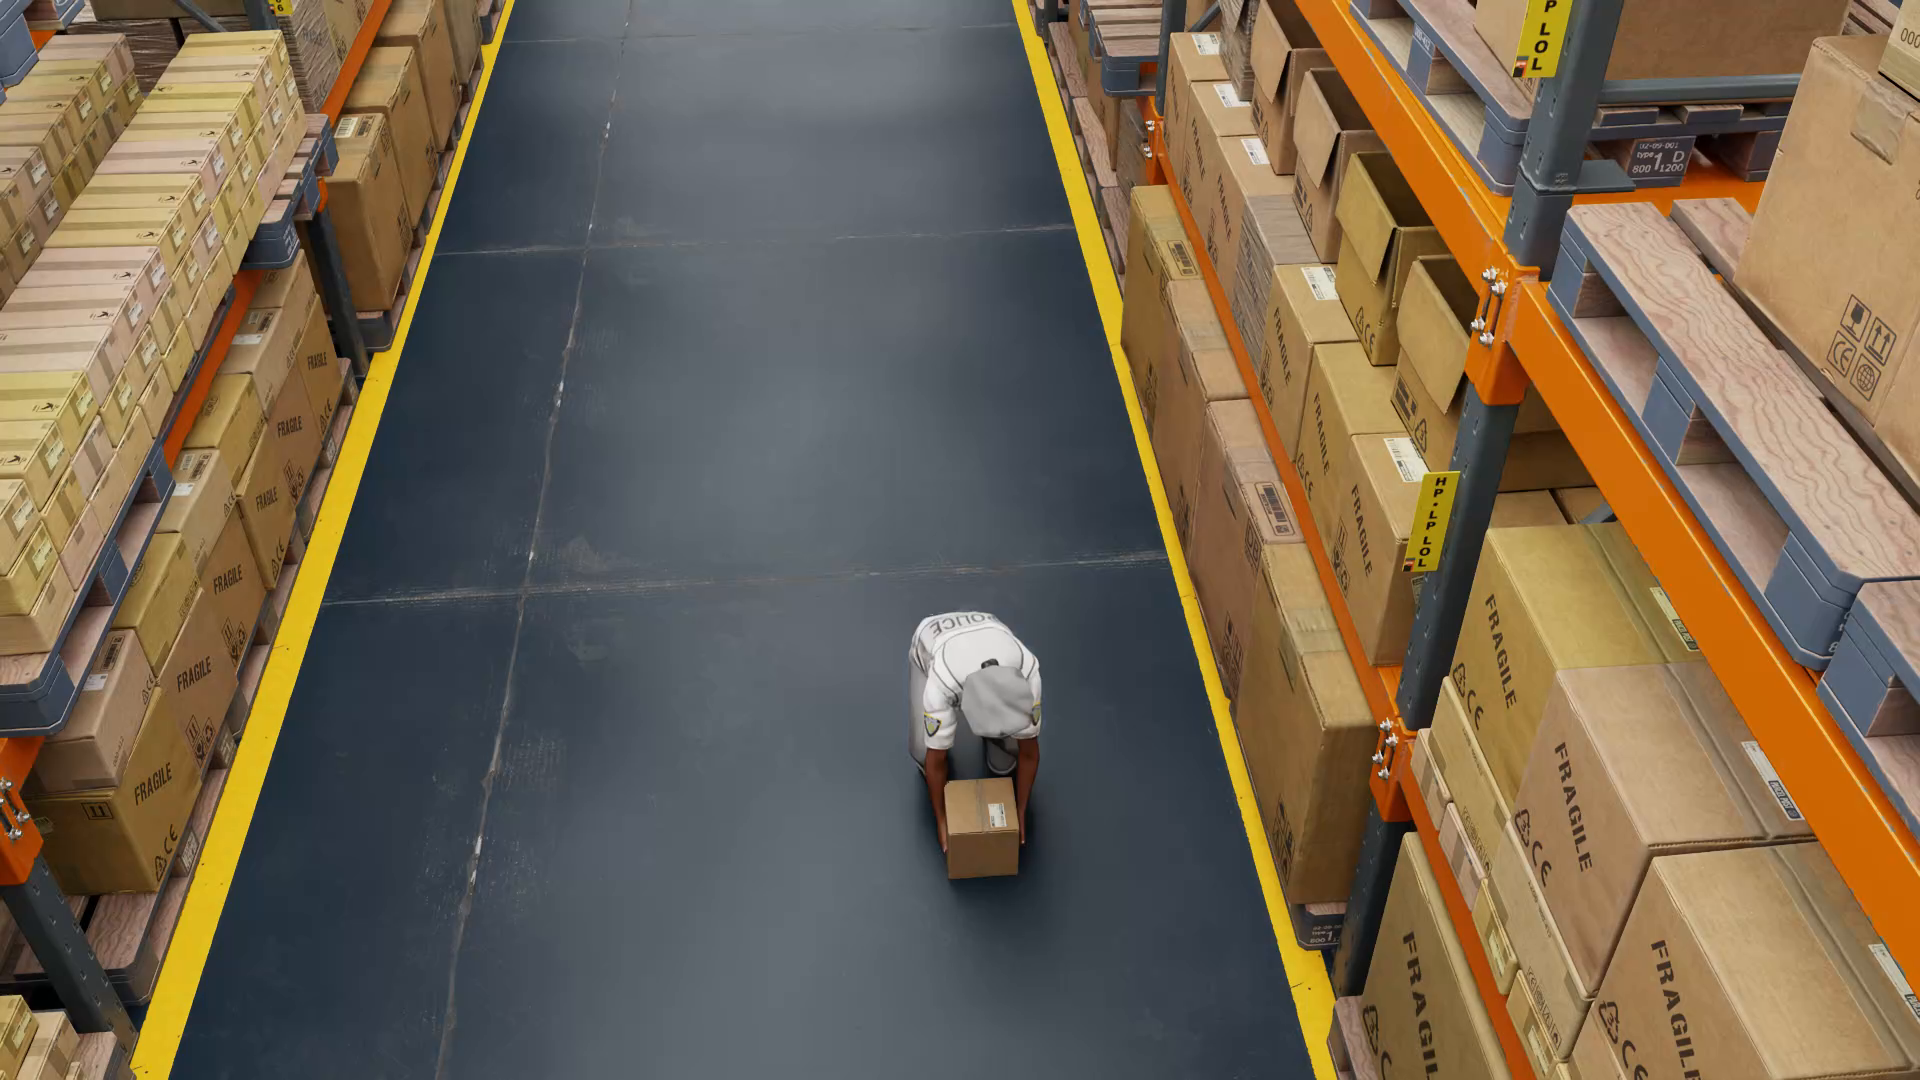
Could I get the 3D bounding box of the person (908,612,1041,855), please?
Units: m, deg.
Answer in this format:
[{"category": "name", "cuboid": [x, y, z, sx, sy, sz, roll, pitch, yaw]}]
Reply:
[{"category": "person", "cuboid": [0.043, 0.599, 6.079, 0.479, 0.846, 0.868, -3, 39, -4]}]
